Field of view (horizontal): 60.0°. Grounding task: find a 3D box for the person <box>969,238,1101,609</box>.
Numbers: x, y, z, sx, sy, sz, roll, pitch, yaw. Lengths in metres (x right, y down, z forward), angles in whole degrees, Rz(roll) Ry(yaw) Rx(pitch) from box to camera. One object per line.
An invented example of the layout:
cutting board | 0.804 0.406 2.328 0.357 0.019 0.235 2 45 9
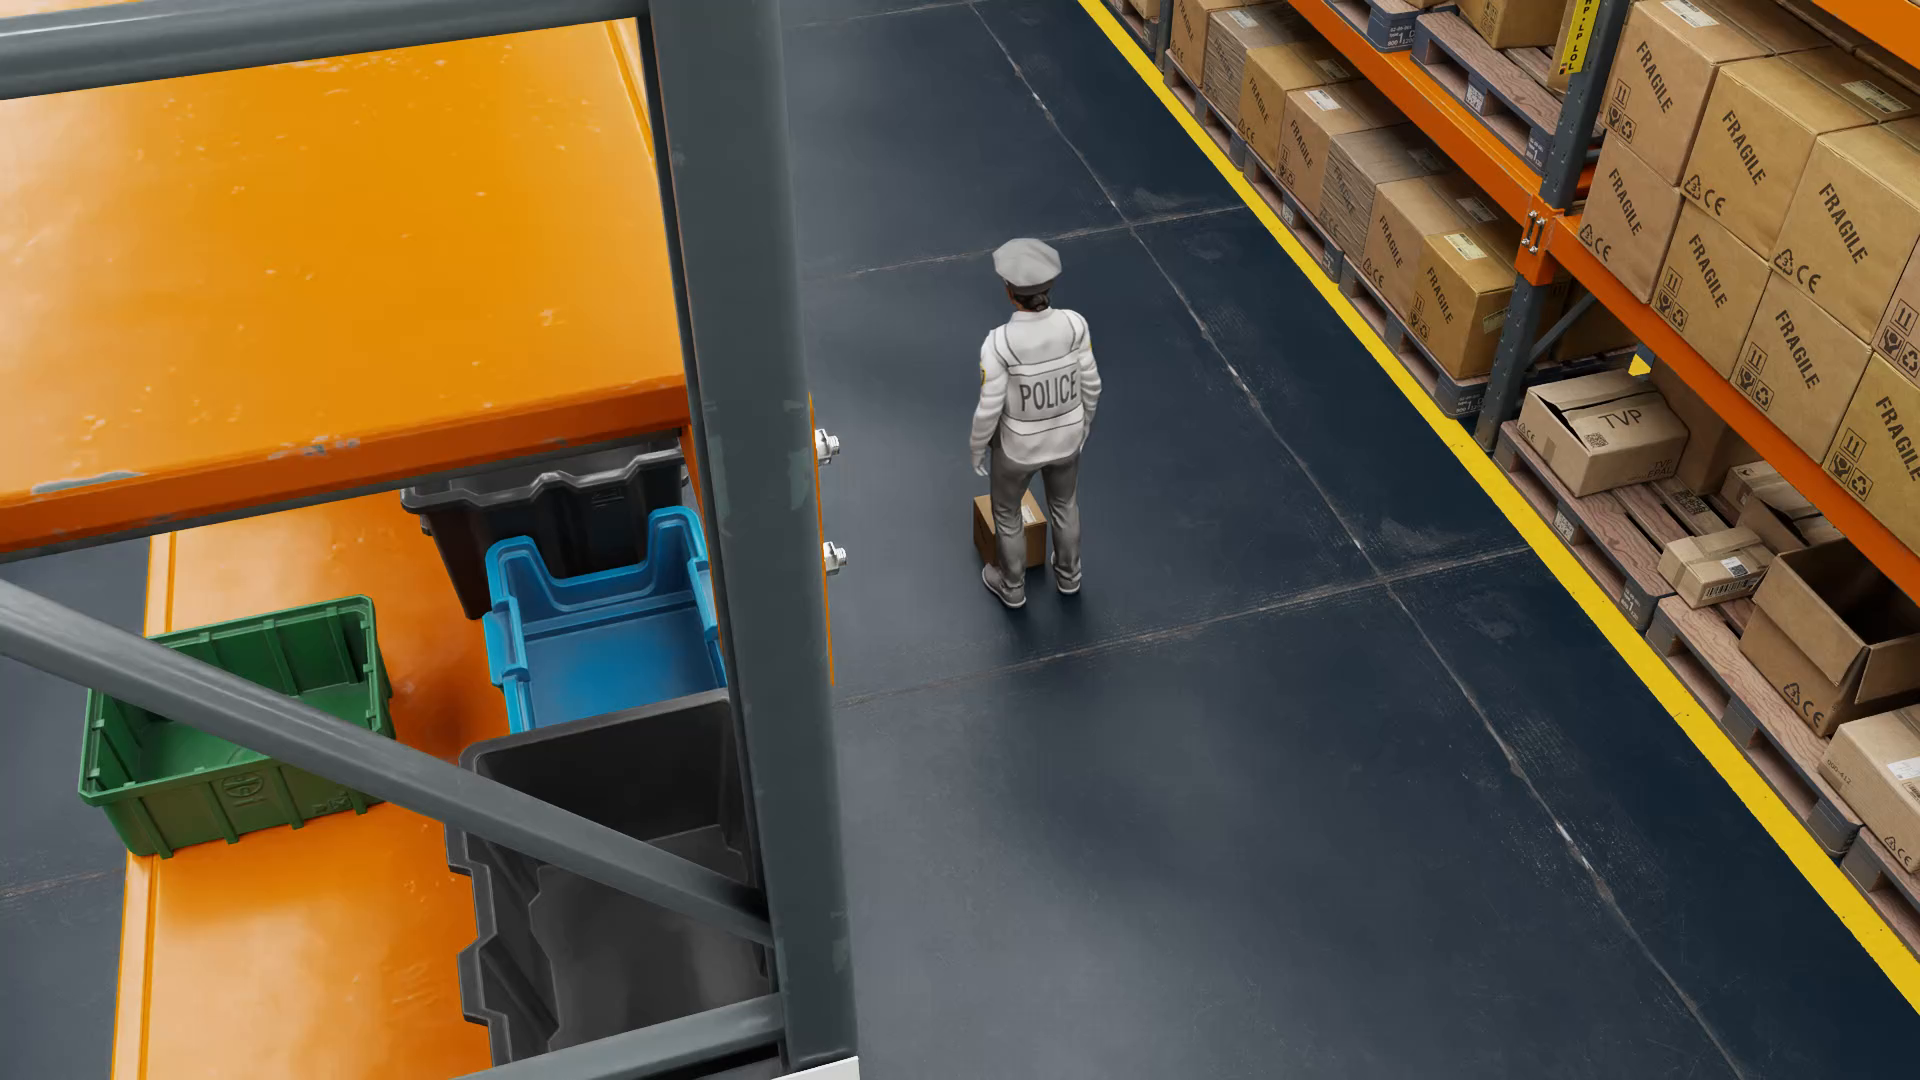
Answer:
person | 0.290 -0.405 6.600 0.543 1.662 0.376 -15 44 -15
